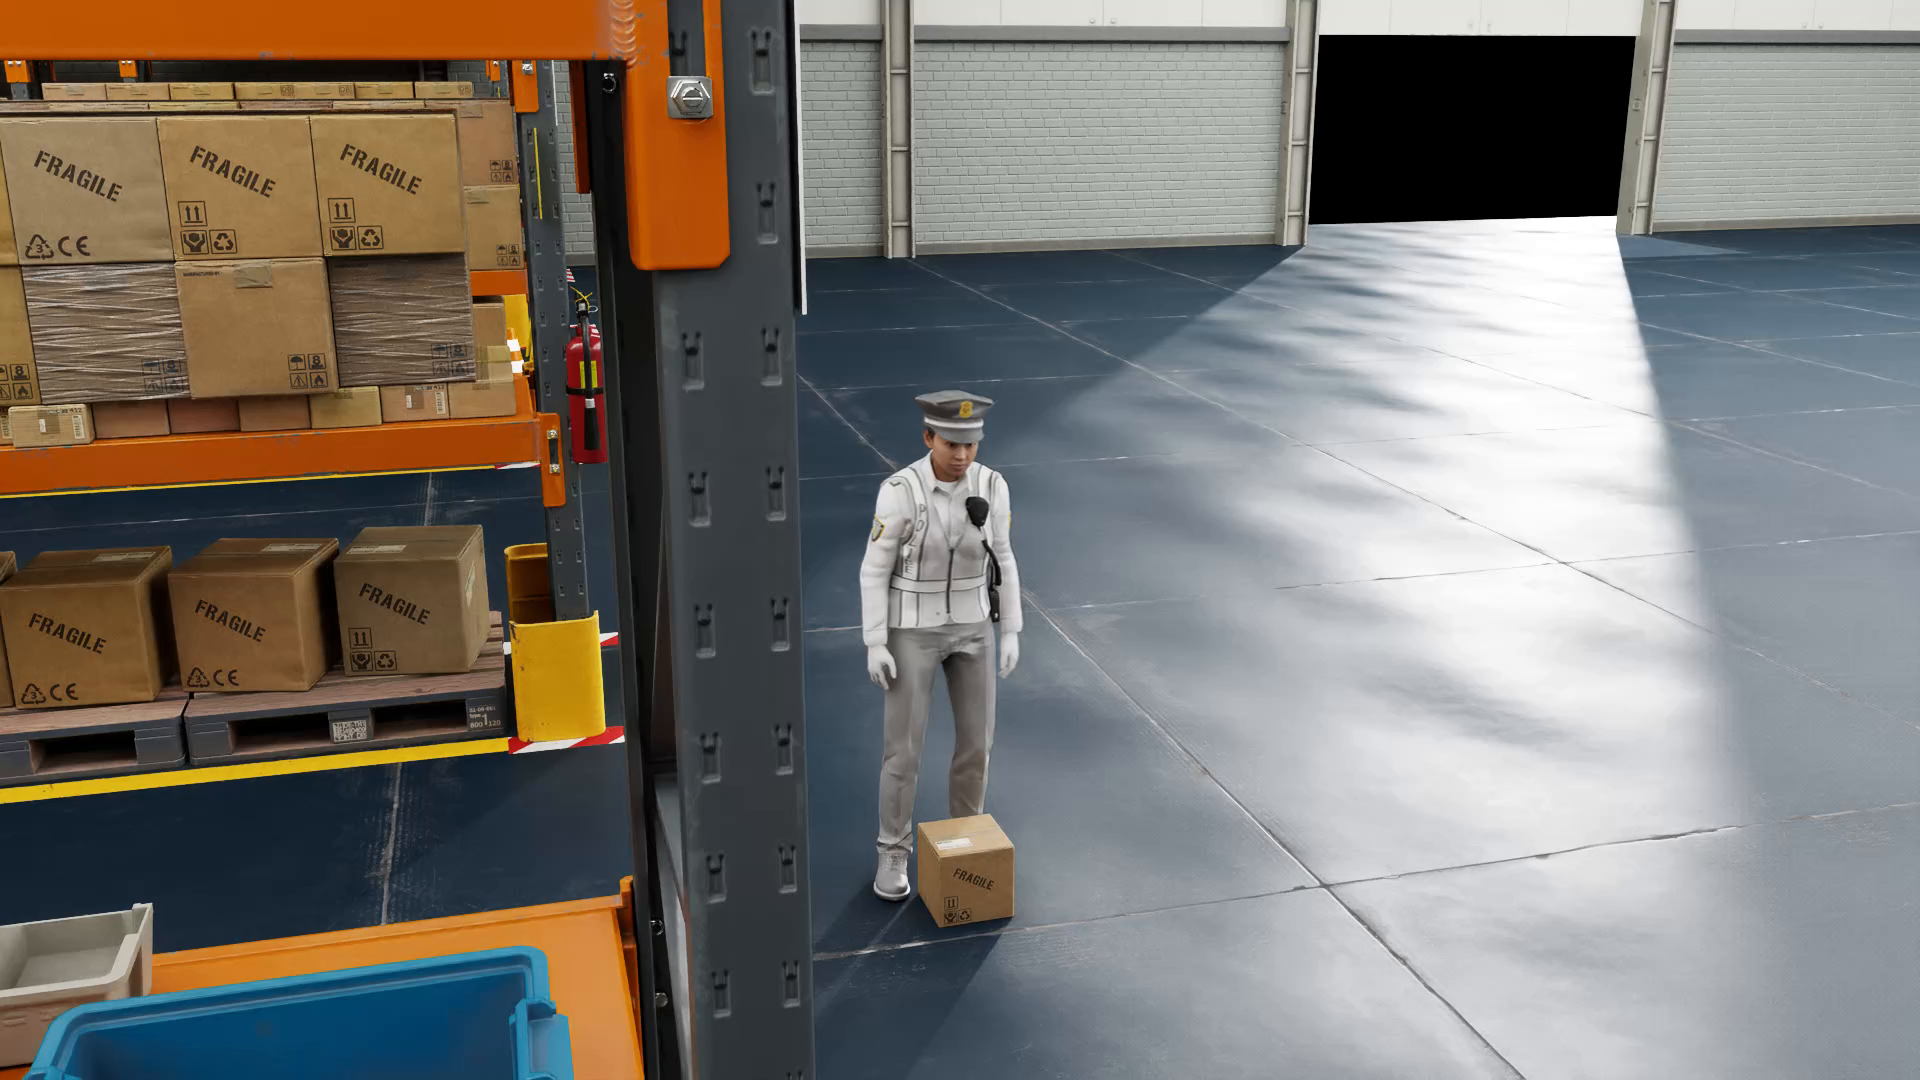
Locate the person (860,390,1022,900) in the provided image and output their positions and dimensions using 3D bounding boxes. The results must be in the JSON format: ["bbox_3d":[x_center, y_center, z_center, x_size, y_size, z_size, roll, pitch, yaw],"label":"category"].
[{"bbox_3d":[-0.054,0.326,5.397,0.535,1.663,0.379,-5,17,-16],"label":"person"}]
